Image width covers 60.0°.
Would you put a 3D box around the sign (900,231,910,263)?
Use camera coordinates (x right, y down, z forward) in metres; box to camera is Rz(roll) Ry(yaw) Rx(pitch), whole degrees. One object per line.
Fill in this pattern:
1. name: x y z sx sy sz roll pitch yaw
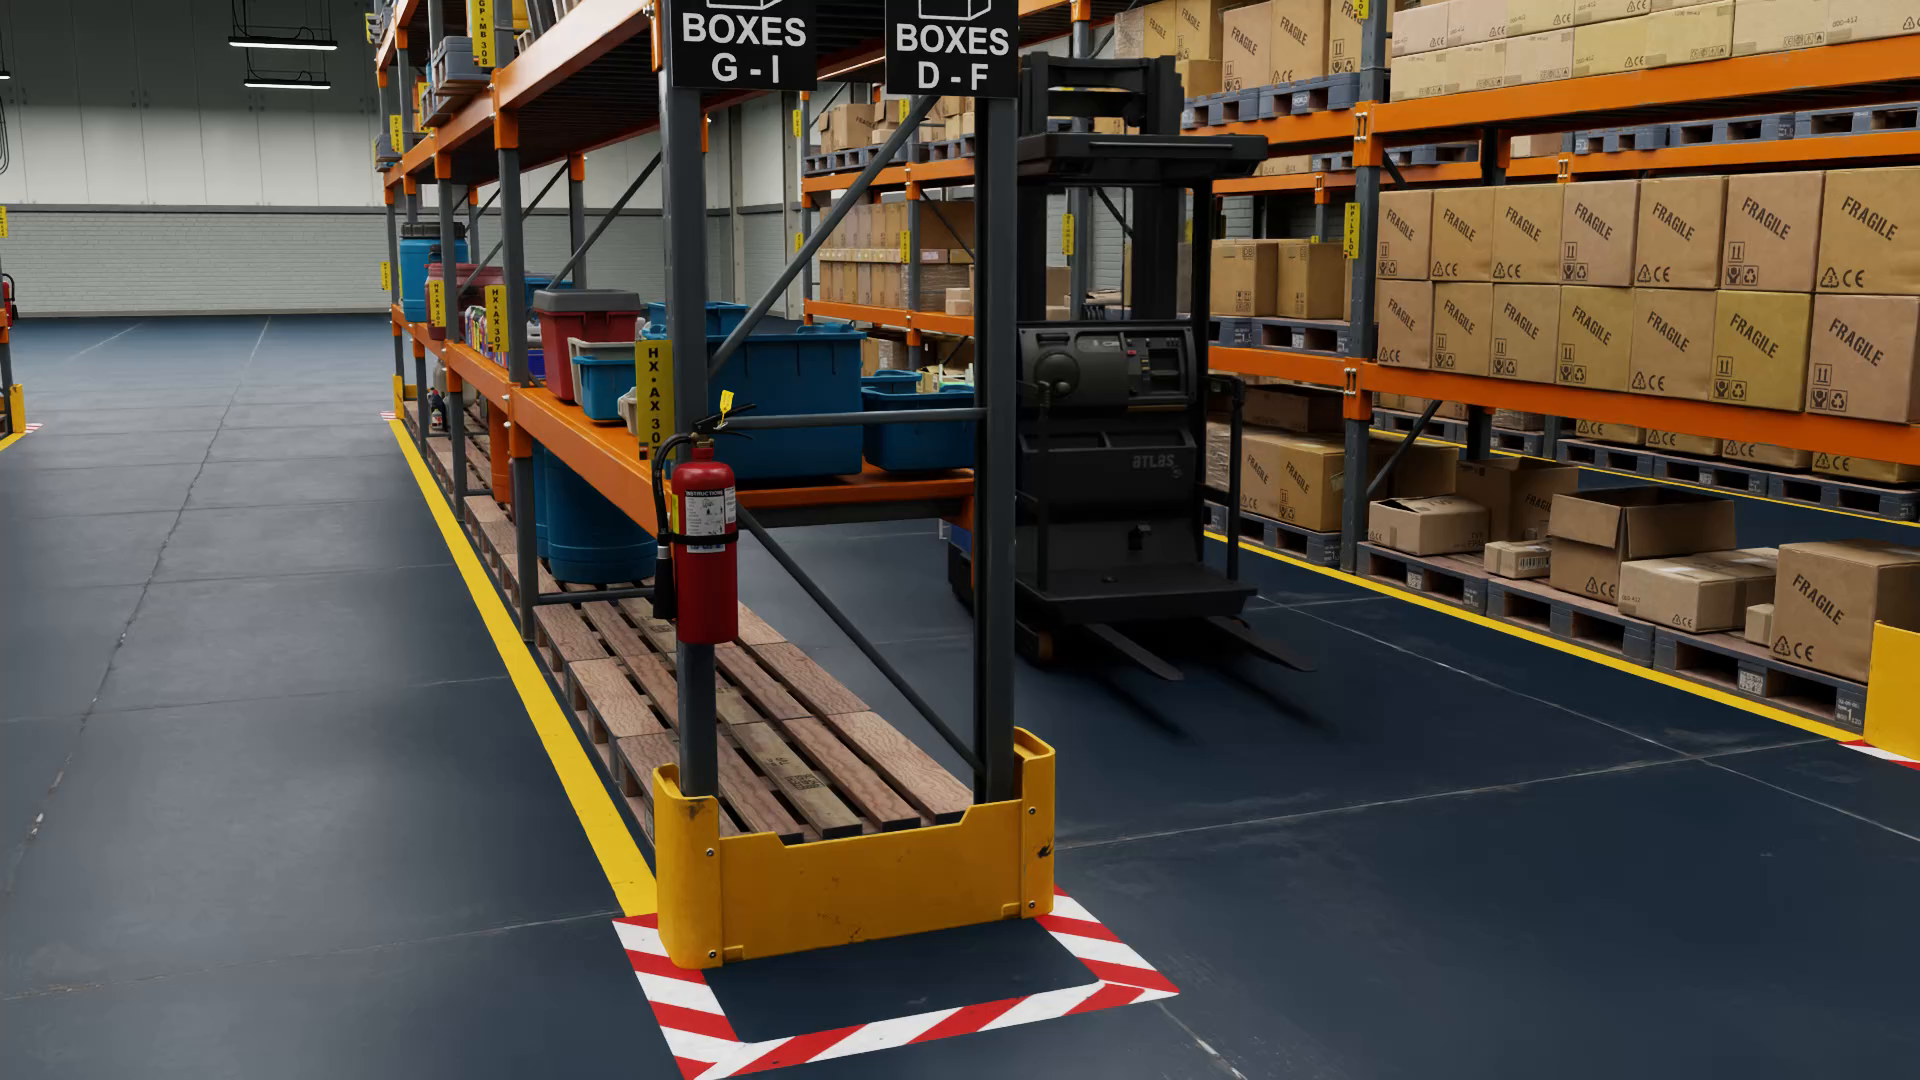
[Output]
1. sign: -0.570 -3.040 17.248 0.100 0.325 0.005 -4 11 -21

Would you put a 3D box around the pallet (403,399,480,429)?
1. pallet: -5.760 -1.434 18.881 1.003 0.211 1.213 -4 11 -21

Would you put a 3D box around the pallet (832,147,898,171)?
1. pallet: -0.825 -4.380 19.166 1.003 0.211 1.213 -4 11 -21

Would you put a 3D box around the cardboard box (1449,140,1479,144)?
1. cardboard box: 5.133 -4.363 17.331 0.500 0.500 0.500 -4 11 -23

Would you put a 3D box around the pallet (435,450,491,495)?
1. pallet: -3.905 -0.599 14.182 1.003 0.211 1.213 -4 11 -21

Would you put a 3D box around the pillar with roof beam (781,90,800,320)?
1. pillar with roof beam: -8.537 -10.117 42.599 9.100 9.000 0.548 -4 11 -21

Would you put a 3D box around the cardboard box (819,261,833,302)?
1. cardboard box: -1.346 -3.235 20.759 0.700 0.500 0.500 -4 11 -21

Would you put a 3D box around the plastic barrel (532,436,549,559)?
1. plastic barrel: -2.210 -0.370 9.727 0.600 0.901 0.708 -4 11 -21

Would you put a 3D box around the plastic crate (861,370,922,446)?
1. plastic crate: -0.344 -0.454 5.712 0.416 0.233 0.300 -4 11 -21

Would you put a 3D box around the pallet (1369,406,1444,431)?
1. pallet: 4.846 -1.425 18.831 1.003 0.211 1.213 -4 11 -21

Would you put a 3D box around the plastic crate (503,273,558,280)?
1. plastic crate: -3.522 -1.958 13.682 0.402 0.464 0.583 -4 11 -21

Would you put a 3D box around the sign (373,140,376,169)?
1. sign: -6.635 -4.397 18.981 0.100 0.325 0.005 -4 11 -21

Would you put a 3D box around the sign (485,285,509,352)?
1. sign: -2.286 -1.092 8.206 0.100 0.325 0.005 -4 11 -21

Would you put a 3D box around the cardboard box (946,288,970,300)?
1. cardboard box: 0.166 -2.459 17.107 0.500 0.250 0.500 -3 11 -17

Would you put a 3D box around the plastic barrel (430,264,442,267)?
1. plastic barrel: -4.263 -2.074 14.125 0.433 0.535 0.433 0 10 0

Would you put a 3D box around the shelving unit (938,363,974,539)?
1. shelving unit: 0.060 -0.564 11.163 0.258 1.200 0.503 -4 11 -21

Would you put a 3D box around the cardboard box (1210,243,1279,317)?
1. cardboard box: 2.148 -1.845 11.743 0.700 0.500 0.500 -7 12 -35

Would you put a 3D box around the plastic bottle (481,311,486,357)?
1. plastic bottle: -2.990 -1.304 10.517 0.061 0.283 0.133 -4 11 -21

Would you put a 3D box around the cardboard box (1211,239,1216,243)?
1. cardboard box: 3.357 -3.620 21.438 0.500 0.500 0.500 -4 11 -23

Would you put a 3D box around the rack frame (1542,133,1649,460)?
1. rack frame: 6.012 -2.272 15.630 1.000 3.000 0.127 -4 11 -21

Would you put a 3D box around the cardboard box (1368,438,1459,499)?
1. cardboard box: 2.898 -0.385 10.900 0.500 0.500 0.500 -4 11 -23

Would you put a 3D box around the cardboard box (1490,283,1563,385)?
1. cardboard box: 3.144 -1.088 8.687 0.500 0.500 0.500 -4 11 -21

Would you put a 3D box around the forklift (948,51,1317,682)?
1. forklift: 0.804 -0.914 8.188 1.130 2.935 3.031 -3 10 -15

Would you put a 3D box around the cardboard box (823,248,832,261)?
1. cardboard box: -1.463 -3.511 20.457 0.380 0.149 0.250 -4 11 -22

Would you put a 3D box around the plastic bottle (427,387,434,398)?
1. plastic bottle: -5.360 -1.380 16.920 0.144 0.351 0.185 -4 11 -21

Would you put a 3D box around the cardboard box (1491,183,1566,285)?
1. cardboard box: 3.127 -1.583 8.615 0.500 0.500 0.500 -4 11 -23

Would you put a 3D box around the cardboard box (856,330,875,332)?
1. cardboard box: -1.333 -2.302 20.309 0.500 0.500 0.500 -4 11 -21

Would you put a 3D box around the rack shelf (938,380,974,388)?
1. rack shelf: 0.060 -0.973 11.090 0.258 0.148 0.480 -4 11 -21

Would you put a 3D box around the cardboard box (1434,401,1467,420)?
1. cardboard box: 5.418 -1.543 17.413 0.700 0.500 0.500 -4 11 -21

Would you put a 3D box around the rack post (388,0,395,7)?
1. rack post: -5.389 -5.552 17.151 0.937 0.300 0.954 -4 11 -22

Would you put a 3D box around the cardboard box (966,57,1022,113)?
1. cardboard box: 0.361 -4.395 16.084 0.500 0.500 0.500 -3 10 -15

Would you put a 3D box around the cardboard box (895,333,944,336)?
1. cardboard box: -0.475 -2.173 19.581 0.500 0.500 0.500 -4 11 -21

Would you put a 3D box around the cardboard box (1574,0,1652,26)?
1. cardboard box: 3.325 -2.613 7.981 0.500 0.250 0.500 -4 11 -21

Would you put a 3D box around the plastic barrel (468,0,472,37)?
1. plastic barrel: -2.533 -3.190 9.593 0.600 0.901 0.708 -4 11 -21

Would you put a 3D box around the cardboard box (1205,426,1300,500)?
1. cardboard box: 2.047 -0.516 11.637 0.500 0.500 0.500 -4 11 -20

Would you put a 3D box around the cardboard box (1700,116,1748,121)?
1. cardboard box: 6.670 -3.765 13.916 0.700 0.500 0.500 -3 11 -18

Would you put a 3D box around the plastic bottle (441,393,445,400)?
1. plastic bottle: -5.274 -1.357 16.986 0.061 0.283 0.133 -4 11 -21

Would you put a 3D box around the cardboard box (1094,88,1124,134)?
1. cardboard box: 1.586 -3.414 13.200 0.910 0.500 0.500 -4 11 -21

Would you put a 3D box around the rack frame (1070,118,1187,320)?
1. rack frame: 1.396 -1.957 13.860 1.000 3.000 0.127 -4 11 -21

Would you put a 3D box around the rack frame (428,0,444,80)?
1. rack frame: -3.222 -4.597 11.570 1.000 3.000 0.127 -4 11 -21

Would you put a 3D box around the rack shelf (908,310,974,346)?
1. rack shelf: 0.671 -1.930 15.758 1.077 0.370 4.000 -4 11 -21

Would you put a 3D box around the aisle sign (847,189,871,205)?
1. aisle sign: -1.253 -4.573 21.138 0.394 0.787 0.004 -4 11 -21

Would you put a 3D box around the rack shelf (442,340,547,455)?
1. rack shelf: -2.497 -0.963 10.323 1.077 0.370 4.000 -4 11 -21

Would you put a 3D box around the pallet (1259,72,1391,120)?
1. pallet: 2.675 -2.800 10.566 1.213 0.211 1.003 -4 11 -21

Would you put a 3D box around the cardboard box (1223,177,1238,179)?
1. cardboard box: 3.568 -4.783 20.837 0.500 0.500 0.500 -3 11 -17

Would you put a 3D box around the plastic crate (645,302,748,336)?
1. plastic crate: -1.285 -0.958 8.115 0.392 0.384 0.575 -4 11 -21

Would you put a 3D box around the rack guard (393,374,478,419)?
1. rack guard: -6.049 -1.709 19.603 1.175 0.500 0.348 -4 11 -21

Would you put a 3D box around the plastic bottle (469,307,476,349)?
1. plastic bottle: -3.290 -1.439 11.276 0.061 0.283 0.133 -4 11 -21

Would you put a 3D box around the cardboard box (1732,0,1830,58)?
1. cardboard box: 3.692 -2.204 7.109 0.500 0.250 0.500 -4 11 -21

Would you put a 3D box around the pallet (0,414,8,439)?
1. pallet: -10.448 -1.115 17.086 1.003 0.211 1.213 -4 11 -21

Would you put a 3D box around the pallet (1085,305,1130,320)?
1. pallet: 1.707 -1.757 13.279 1.213 0.211 1.003 -4 11 -21

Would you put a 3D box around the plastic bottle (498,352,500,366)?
1. plastic bottle: -2.648 -1.118 9.707 0.097 0.201 0.097 0 10 0

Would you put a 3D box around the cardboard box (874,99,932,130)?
1. cardboard box: -0.532 -4.691 18.765 0.797 0.503 0.637 -3 10 -15

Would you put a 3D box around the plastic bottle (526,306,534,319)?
1. plastic bottle: -2.717 -1.307 10.345 0.144 0.351 0.185 -4 11 -21

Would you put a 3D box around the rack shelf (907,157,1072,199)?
1. rack shelf: 0.671 -3.407 15.495 1.077 0.370 4.000 -4 11 -21

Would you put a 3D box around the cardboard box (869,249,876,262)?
1. cardboard box: -0.810 -3.217 18.803 0.380 0.149 0.250 -4 11 -19

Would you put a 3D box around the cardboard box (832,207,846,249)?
1. cardboard box: -1.131 -3.780 20.116 0.700 0.500 0.500 -4 11 -22

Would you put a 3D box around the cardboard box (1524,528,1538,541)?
1. cardboard box: 3.508 0.015 9.656 0.380 0.149 0.250 -4 11 -21
